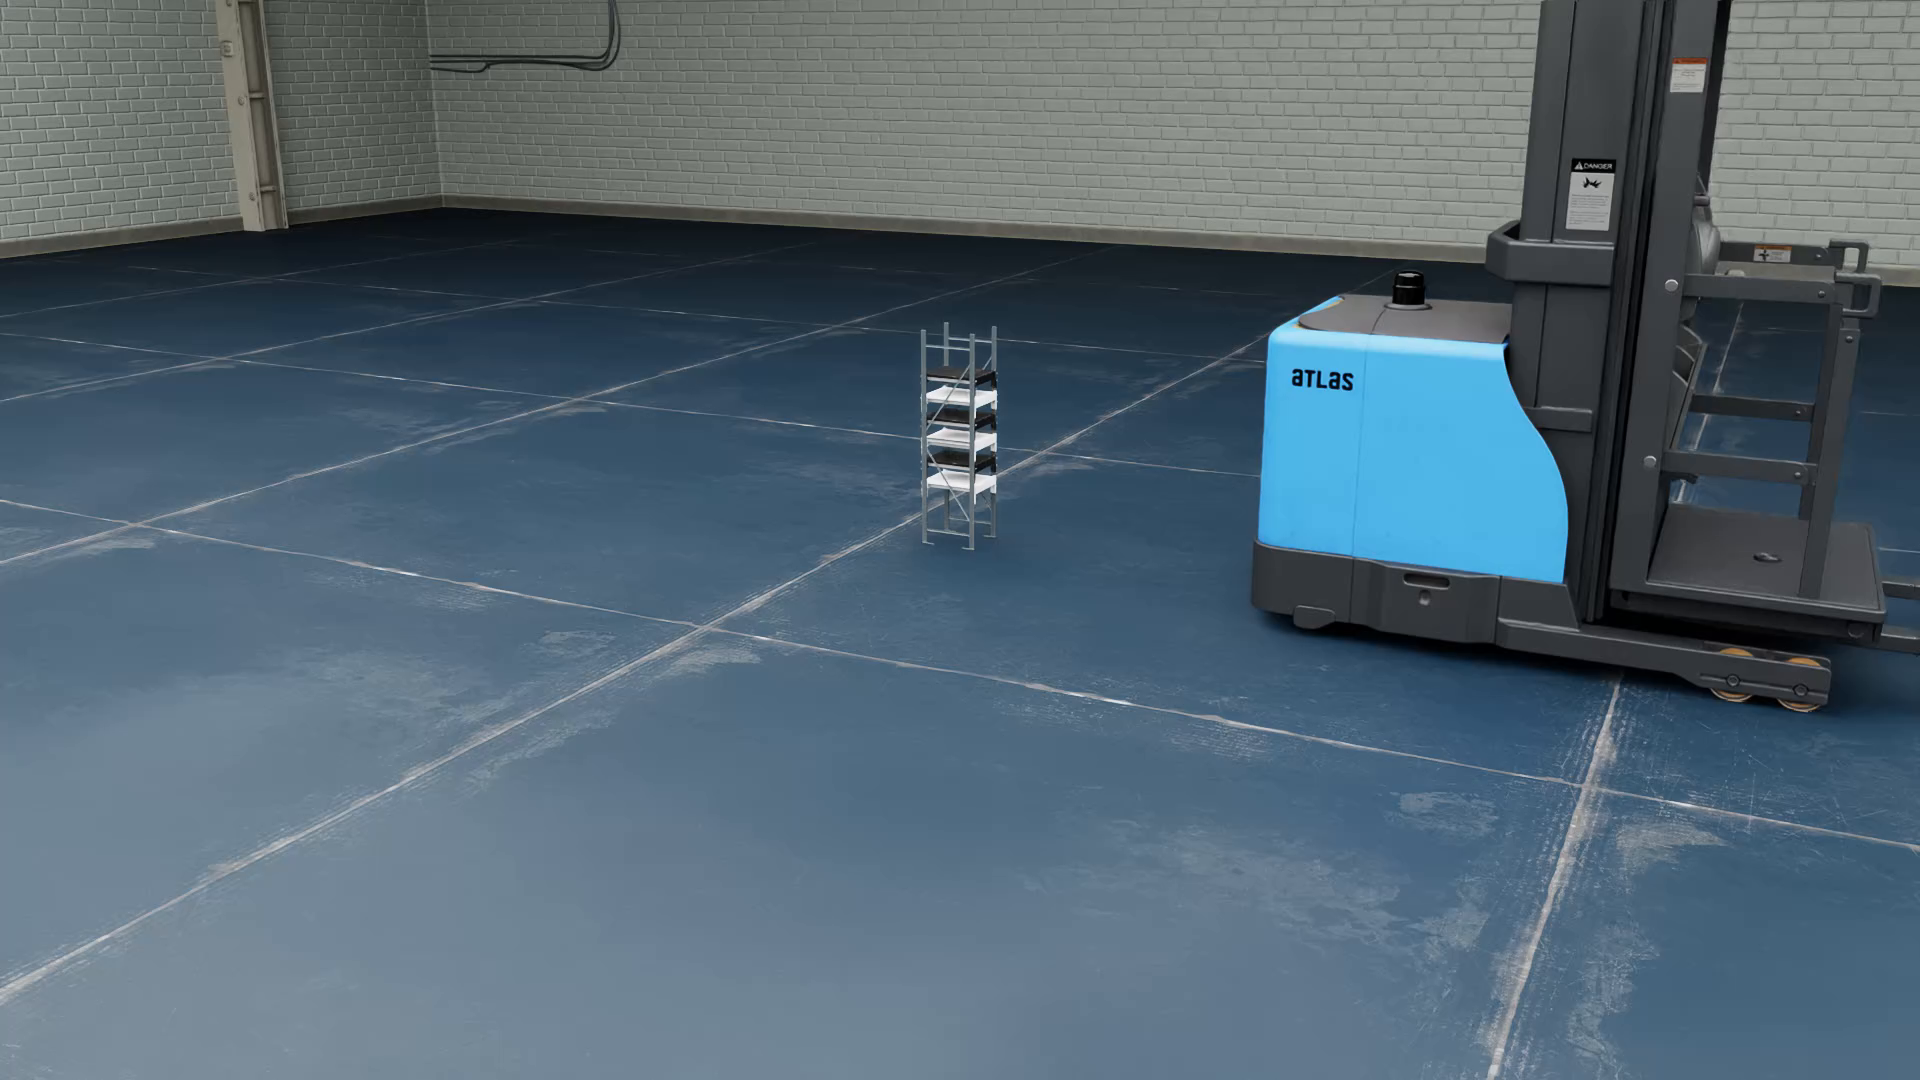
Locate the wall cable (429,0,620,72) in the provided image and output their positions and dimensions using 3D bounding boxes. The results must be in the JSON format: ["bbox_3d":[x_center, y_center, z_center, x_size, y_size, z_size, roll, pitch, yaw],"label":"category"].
[{"bbox_3d":[-5.418,-6.953,20.083,3.097,2.526,0.112,8,18,25],"label":"wall cable"}]

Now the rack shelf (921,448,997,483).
[{"bbox_3d":[-0.004,-0.311,6.924,0.258,0.077,0.200,8,18,25],"label":"rack shelf"}]

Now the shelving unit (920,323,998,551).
[{"bbox_3d":[-0.004,-0.429,6.889,0.258,0.900,0.210,8,18,25],"label":"shelving unit"}]

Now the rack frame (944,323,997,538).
[{"bbox_3d":[0.042,-0.455,6.976,0.240,0.900,0.006,8,18,25],"label":"rack frame"}]

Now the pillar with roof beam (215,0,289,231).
[{"bbox_3d":[-4.066,-7.312,15.837,9.100,9.000,0.400,8,18,25],"label":"pillar with roof beam"}]

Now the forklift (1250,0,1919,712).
[{"bbox_3d":[2.605,-1.039,5.374,3.031,2.935,1.130,8,18,25],"label":"forklift"}]

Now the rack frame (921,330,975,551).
[{"bbox_3d":[-0.049,-0.403,6.802,0.240,0.900,0.006,8,18,25],"label":"rack frame"}]

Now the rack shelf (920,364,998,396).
[{"bbox_3d":[-0.004,-0.656,6.822,0.258,0.077,0.200,8,18,25],"label":"rack shelf"}]

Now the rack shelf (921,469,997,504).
[{"bbox_3d":[-0.004,-0.225,6.950,0.258,0.077,0.200,8,18,25],"label":"rack shelf"}]

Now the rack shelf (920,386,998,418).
[{"bbox_3d":[-0.004,-0.570,6.848,0.258,0.077,0.200,8,18,25],"label":"rack shelf"}]

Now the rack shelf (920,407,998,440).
[{"bbox_3d":[-0.004,-0.484,6.873,0.258,0.077,0.200,8,18,25],"label":"rack shelf"}]

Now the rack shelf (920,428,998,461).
[{"bbox_3d":[-0.004,-0.397,6.899,0.258,0.077,0.200,8,18,25],"label":"rack shelf"}]
